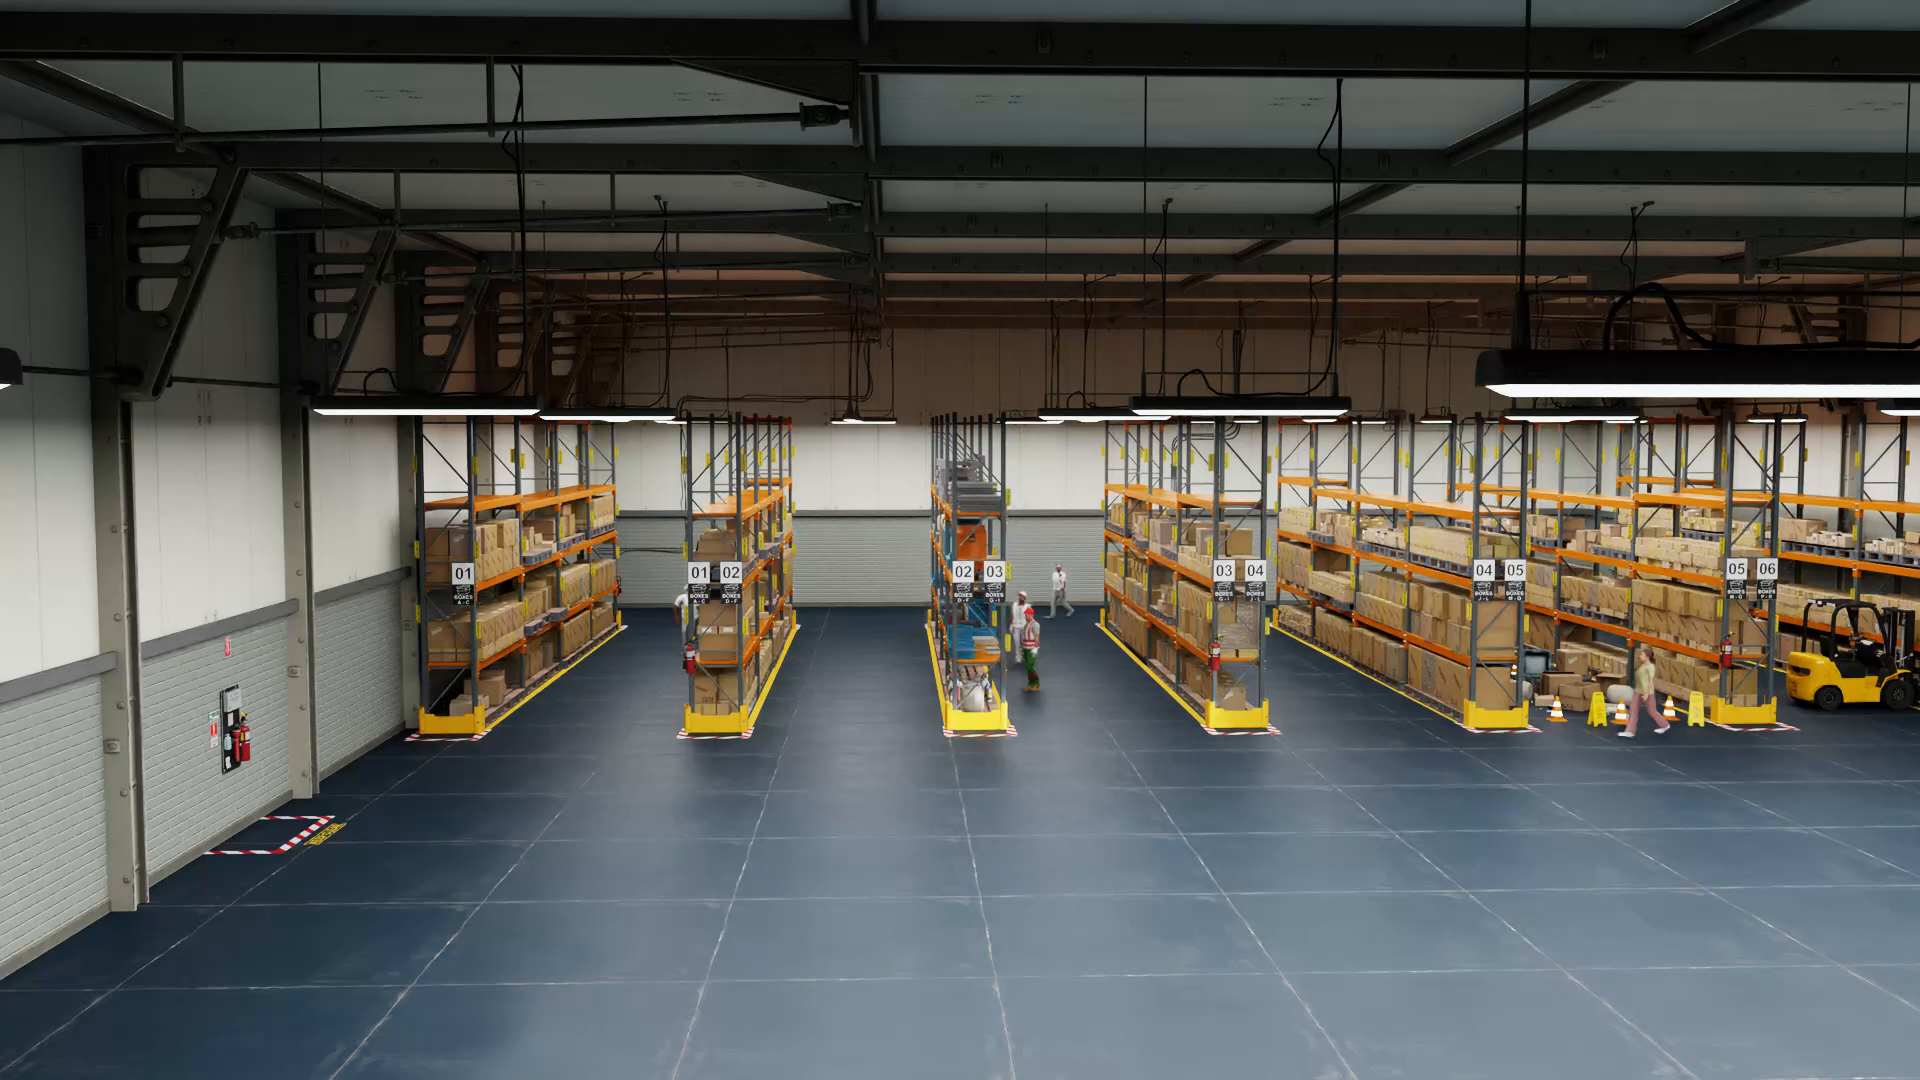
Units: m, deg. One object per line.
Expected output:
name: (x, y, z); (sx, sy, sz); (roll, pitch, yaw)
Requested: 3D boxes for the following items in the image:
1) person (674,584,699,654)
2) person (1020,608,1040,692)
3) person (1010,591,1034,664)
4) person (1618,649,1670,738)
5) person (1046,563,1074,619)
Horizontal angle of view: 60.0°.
person: (-6.900, 1.998, 42.317); (0.732, 1.770, 0.953); (0, 4, -2)
person: (1.526, 2.377, 36.023); (0.373, 1.803, 0.586); (-2, 4, -24)
person: (1.518, 2.097, 40.131); (0.545, 1.704, 1.080); (-1, 4, -9)
person: (12.639, 2.821, 30.613); (0.985, 1.638, 0.434); (-2, 4, -25)
person: (2.968, 1.504, 49.685); (0.867, 1.663, 0.474); (-3, 5, -38)
